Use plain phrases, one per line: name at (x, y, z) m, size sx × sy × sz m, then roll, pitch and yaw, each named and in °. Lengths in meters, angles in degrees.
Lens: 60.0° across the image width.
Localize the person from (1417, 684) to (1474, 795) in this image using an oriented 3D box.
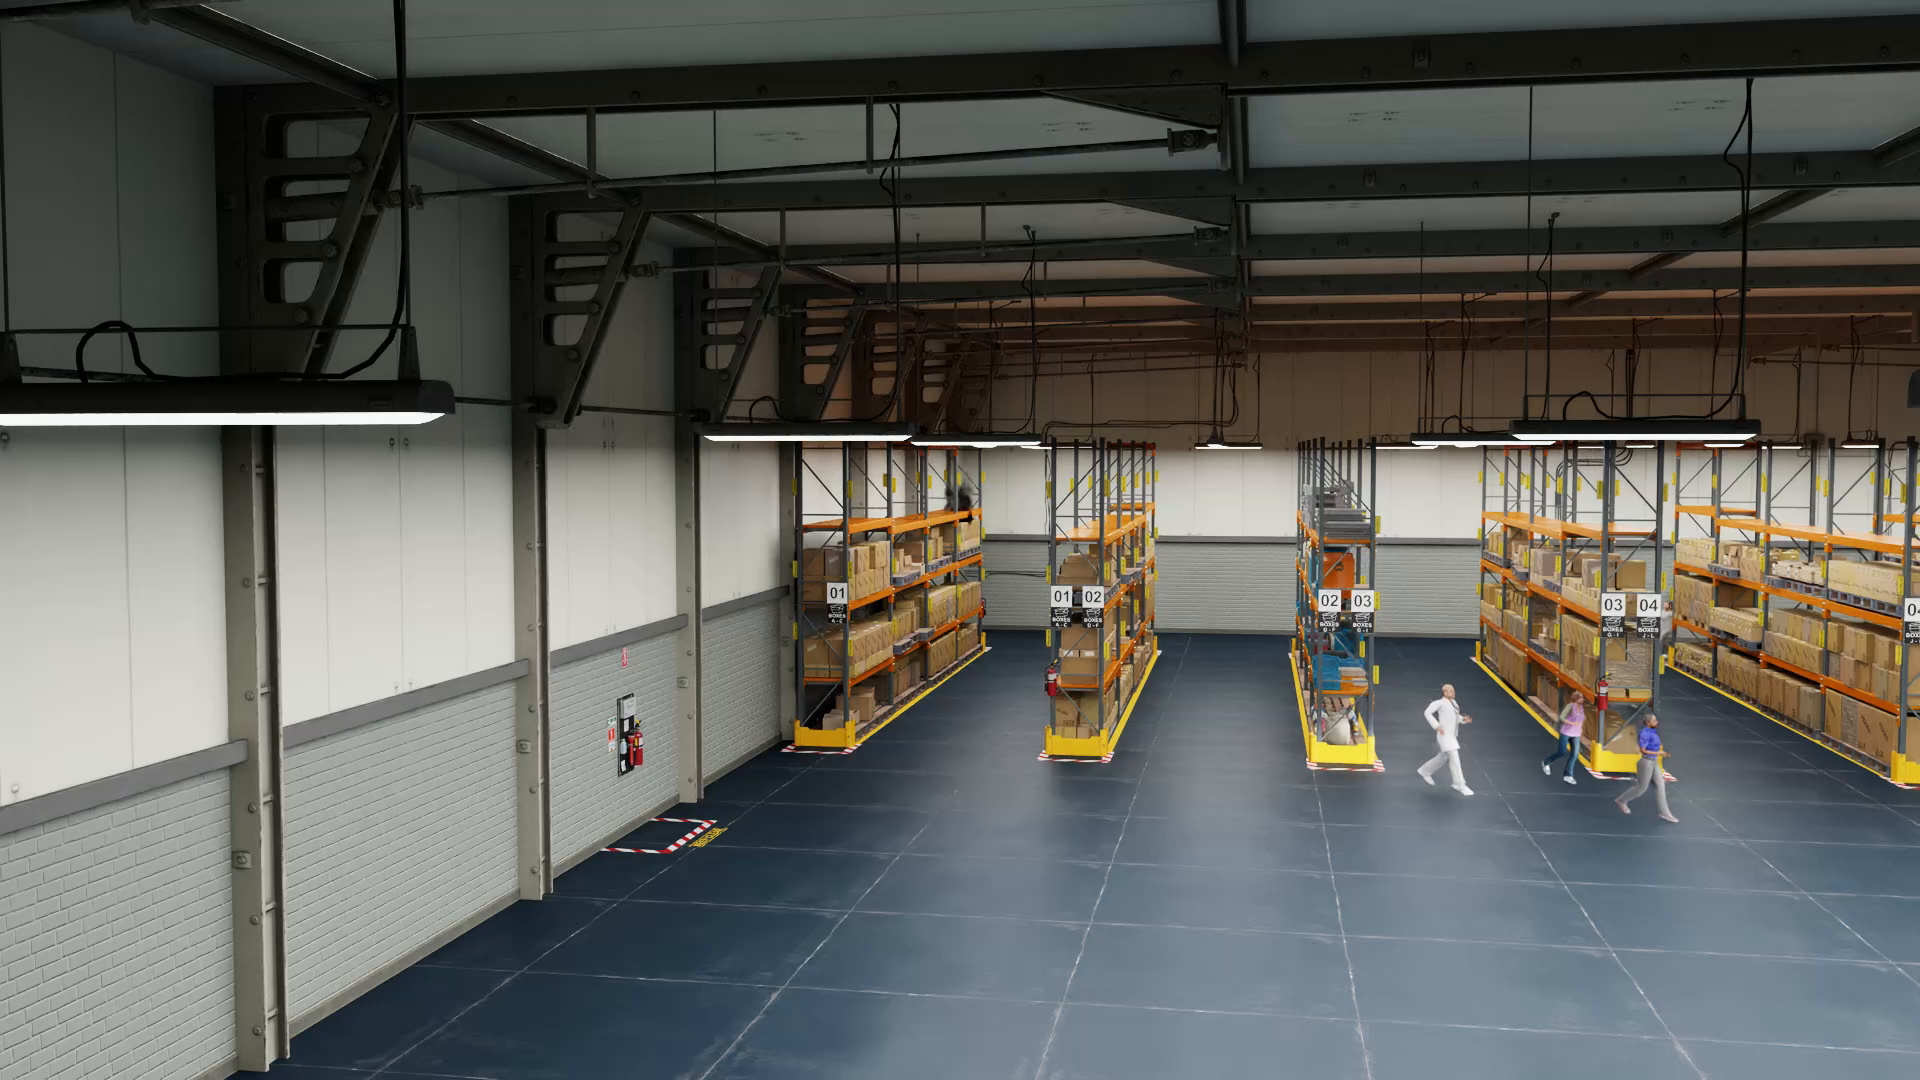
person at (8.201, 3.333, 28.053) m, size 1.036 × 1.806 × 0.702 m, roll 2°, pitch 4°, yaw 38°

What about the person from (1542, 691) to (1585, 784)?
person at (10.642, 3.408, 29.005) m, size 0.572 × 1.560 × 0.845 m, roll -1°, pitch 3°, yaw -20°

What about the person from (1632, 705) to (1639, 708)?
person at (15.165, 2.835, 37.376) m, size 0.700 × 1.778 × 0.913 m, roll 0°, pitch 3°, yaw 7°

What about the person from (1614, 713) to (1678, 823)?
person at (10.660, 3.512, 25.802) m, size 0.939 × 1.663 × 0.583 m, roll 3°, pitch 4°, yaw 42°

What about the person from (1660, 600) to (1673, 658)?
person at (19.345, 2.491, 45.573) m, size 0.760 × 1.687 × 0.646 m, roll -1°, pitch 3°, yaw -14°
